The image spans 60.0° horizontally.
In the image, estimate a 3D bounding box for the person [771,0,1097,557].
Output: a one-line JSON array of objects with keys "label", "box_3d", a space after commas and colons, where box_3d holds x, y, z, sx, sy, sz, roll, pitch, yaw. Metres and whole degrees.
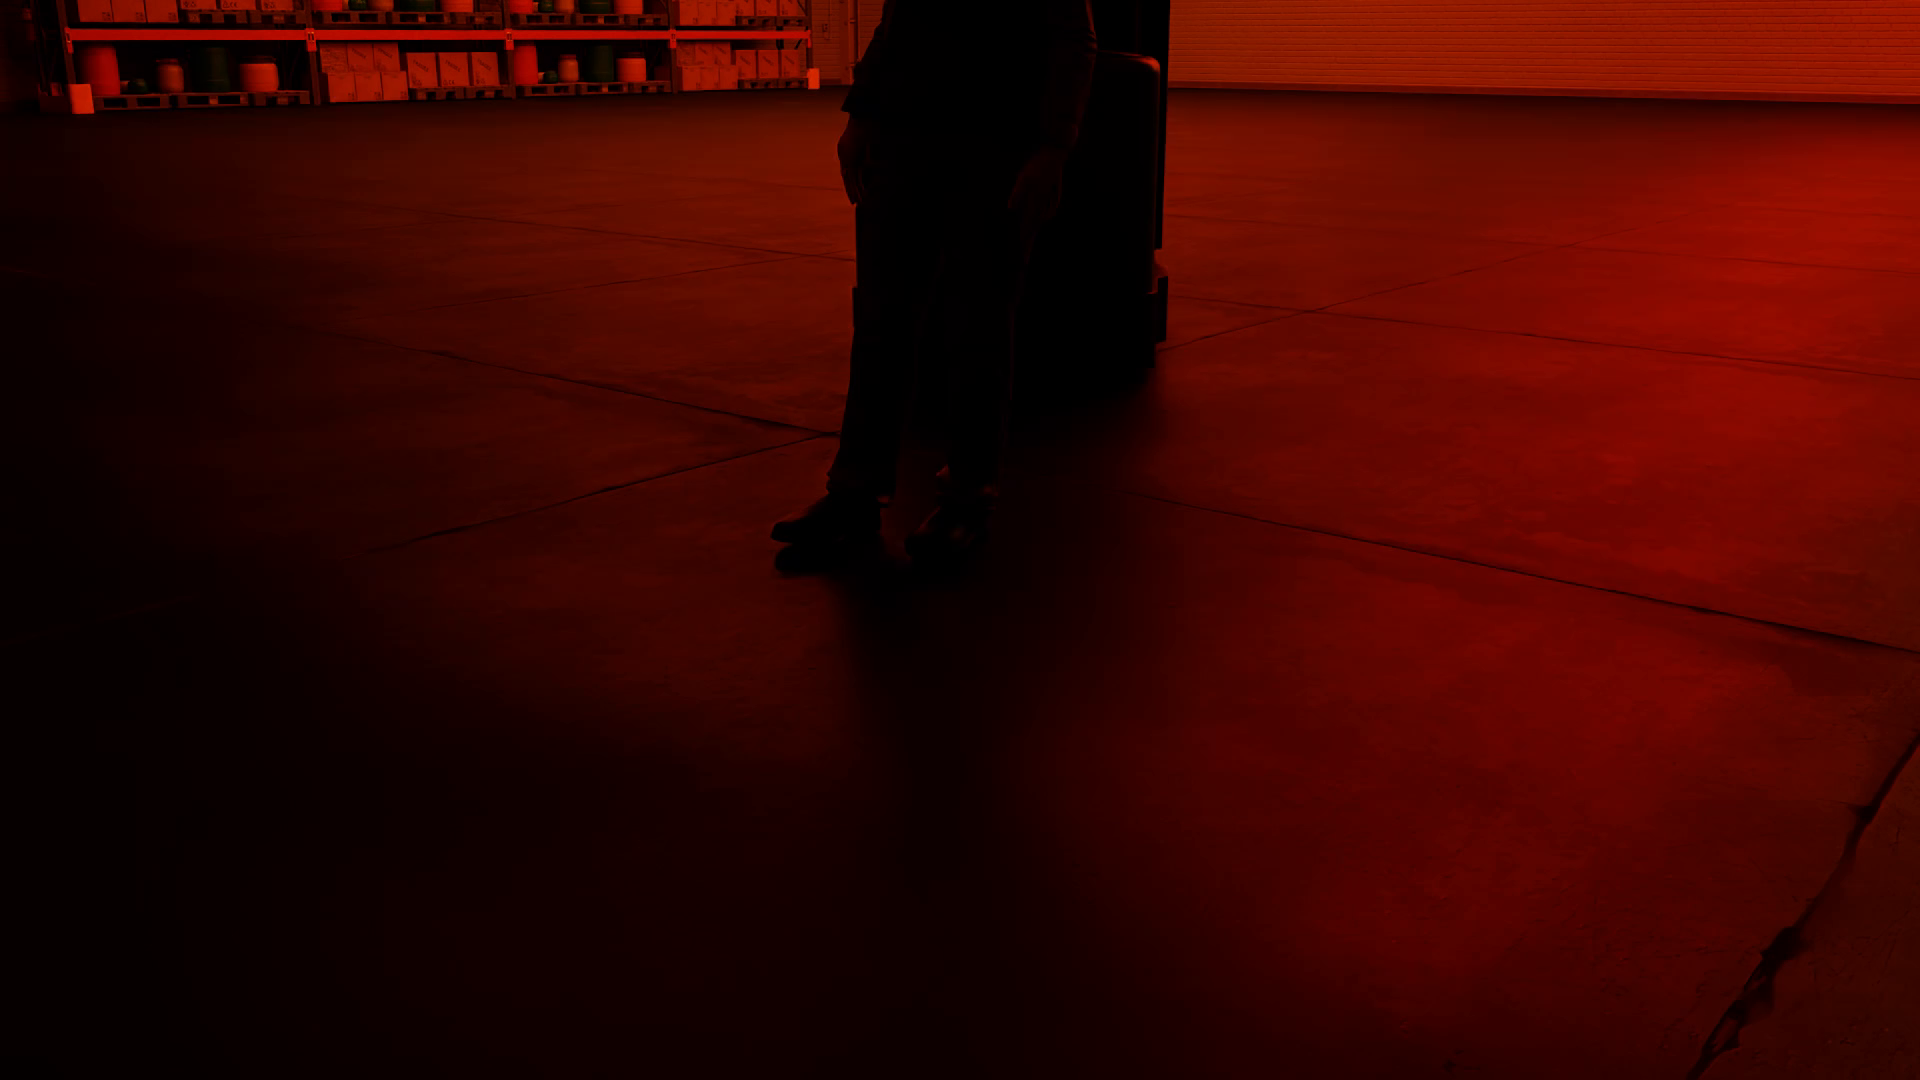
[{"label": "person", "box_3d": [-0.046, -0.818, 3.648, 0.634, 1.722, 0.566, 13, 21, 37]}]

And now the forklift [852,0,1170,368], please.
[{"label": "forklift", "box_3d": [0.311, -2.376, 6.722, 1.130, 2.935, 3.031, 2, 17, 6]}]
